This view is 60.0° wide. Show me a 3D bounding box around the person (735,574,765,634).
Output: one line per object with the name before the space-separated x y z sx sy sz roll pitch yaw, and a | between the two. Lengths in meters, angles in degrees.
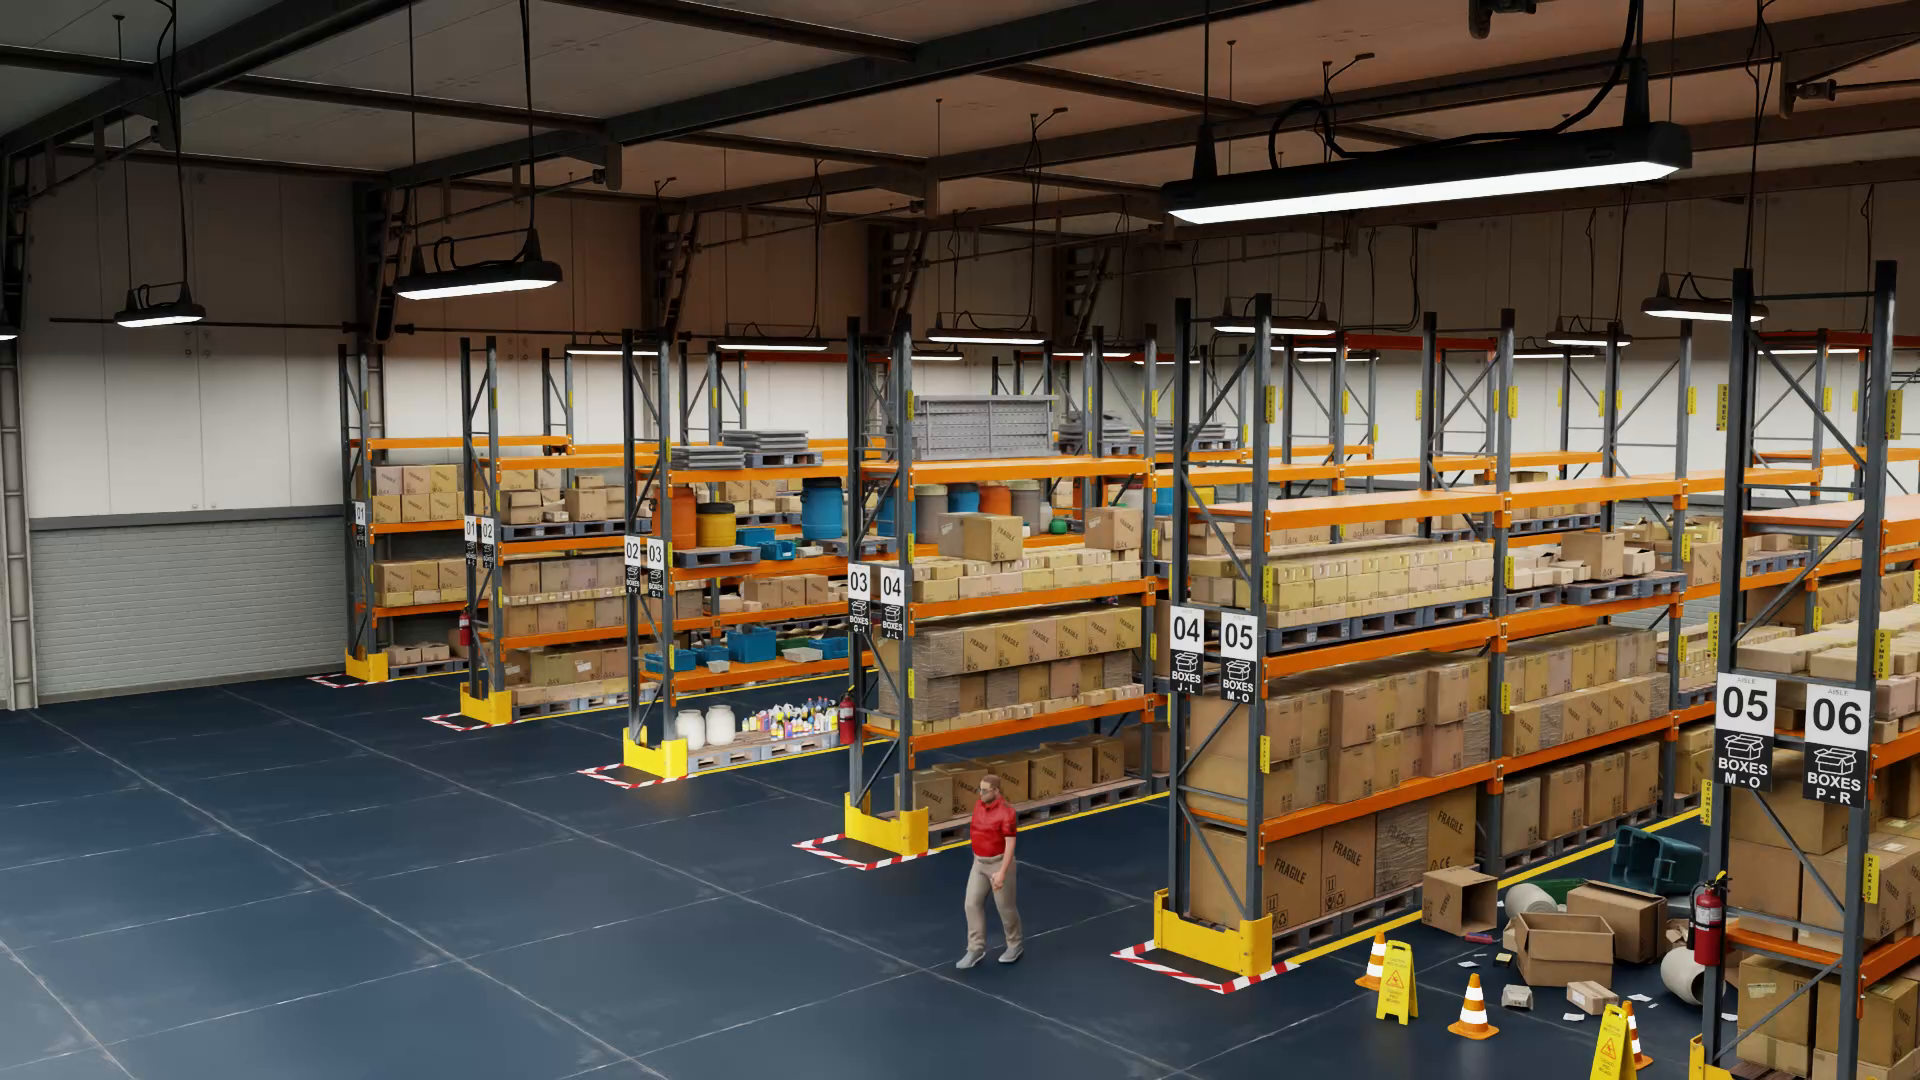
person | -4.275 1.342 33.334 0.585 1.621 1.040 4 7 39

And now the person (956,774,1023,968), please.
person | 0.285 2.978 14.992 0.639 1.762 0.580 -5 7 -44

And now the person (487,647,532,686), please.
person | -7.780 1.671 29.079 0.599 1.727 1.058 1 5 15
